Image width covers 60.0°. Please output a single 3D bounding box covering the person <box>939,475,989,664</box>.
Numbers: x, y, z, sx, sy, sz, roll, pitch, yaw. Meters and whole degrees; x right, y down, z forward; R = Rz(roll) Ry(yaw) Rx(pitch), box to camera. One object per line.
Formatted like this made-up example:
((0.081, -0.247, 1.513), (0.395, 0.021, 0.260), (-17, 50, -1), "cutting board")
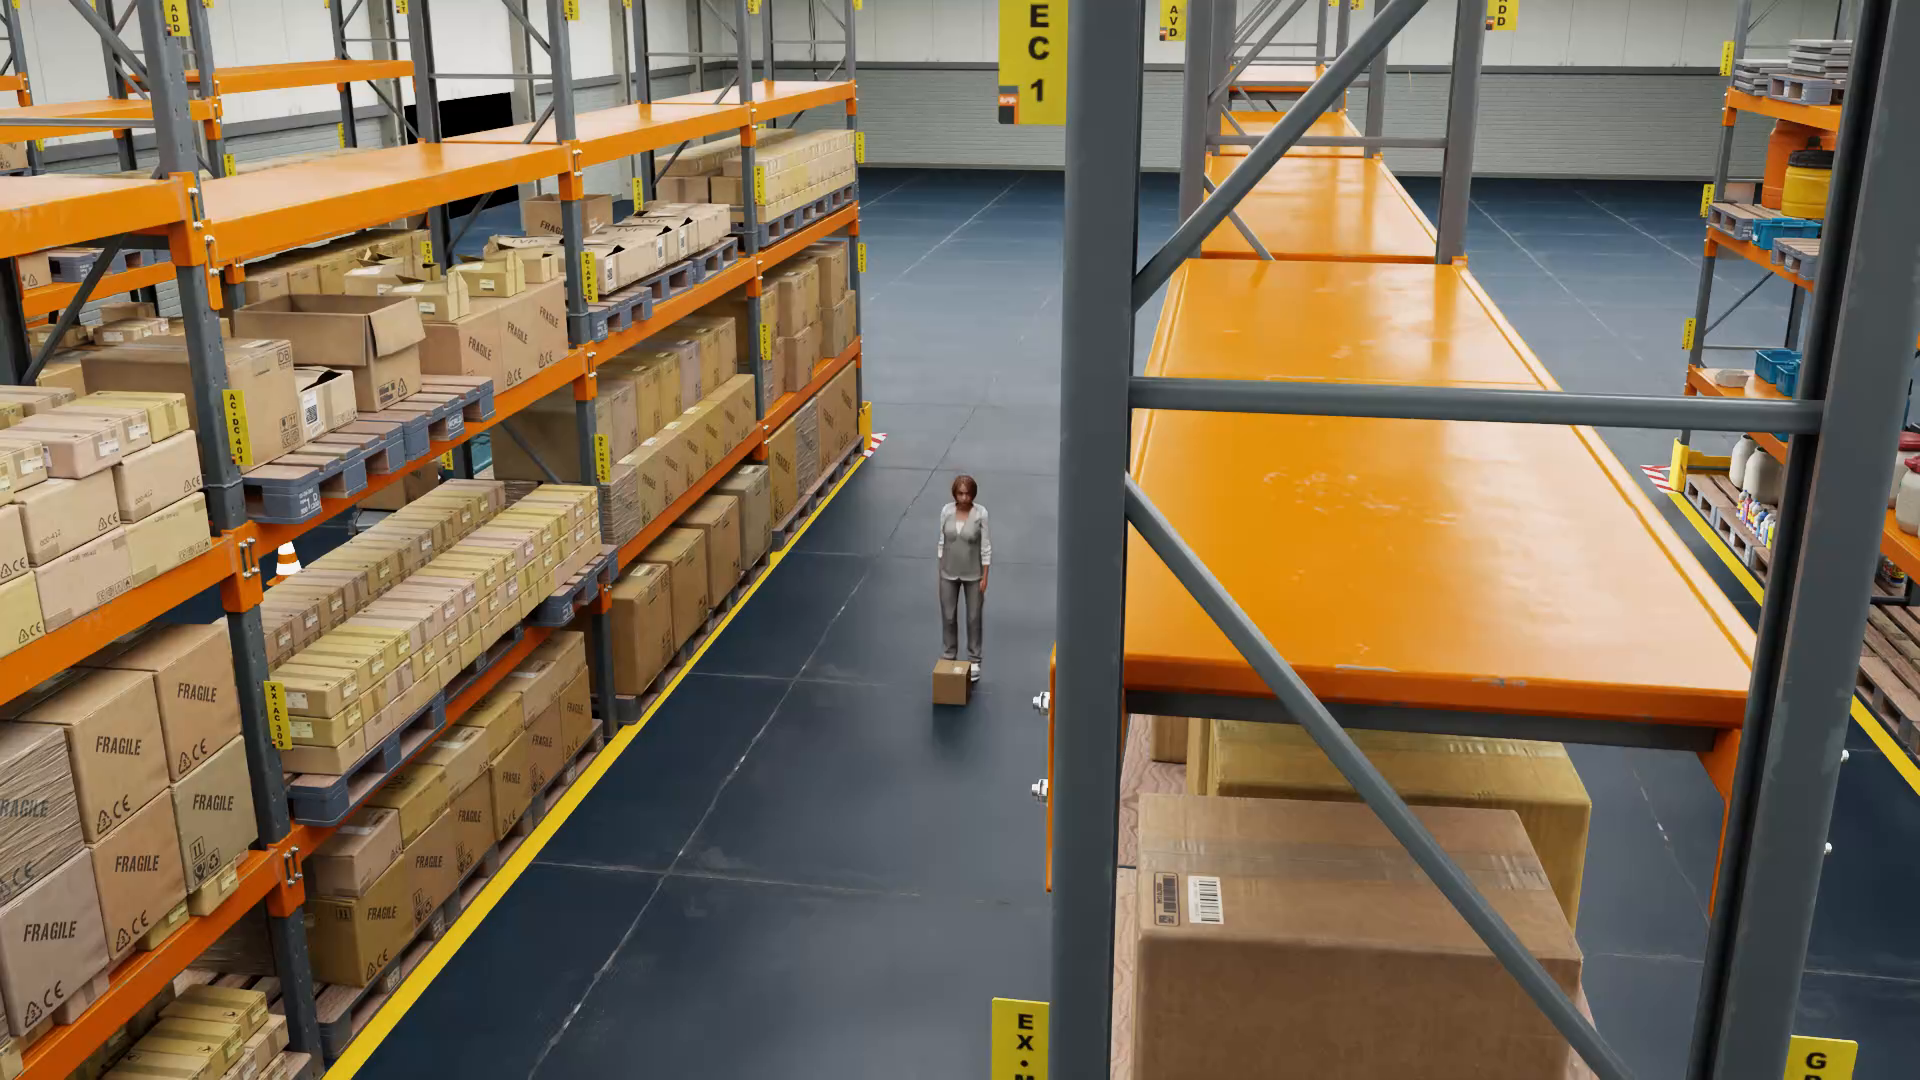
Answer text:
((0.031, 0.248, 12.609), (0.386, 1.530, 0.299), (3, 18, 10), "person")
